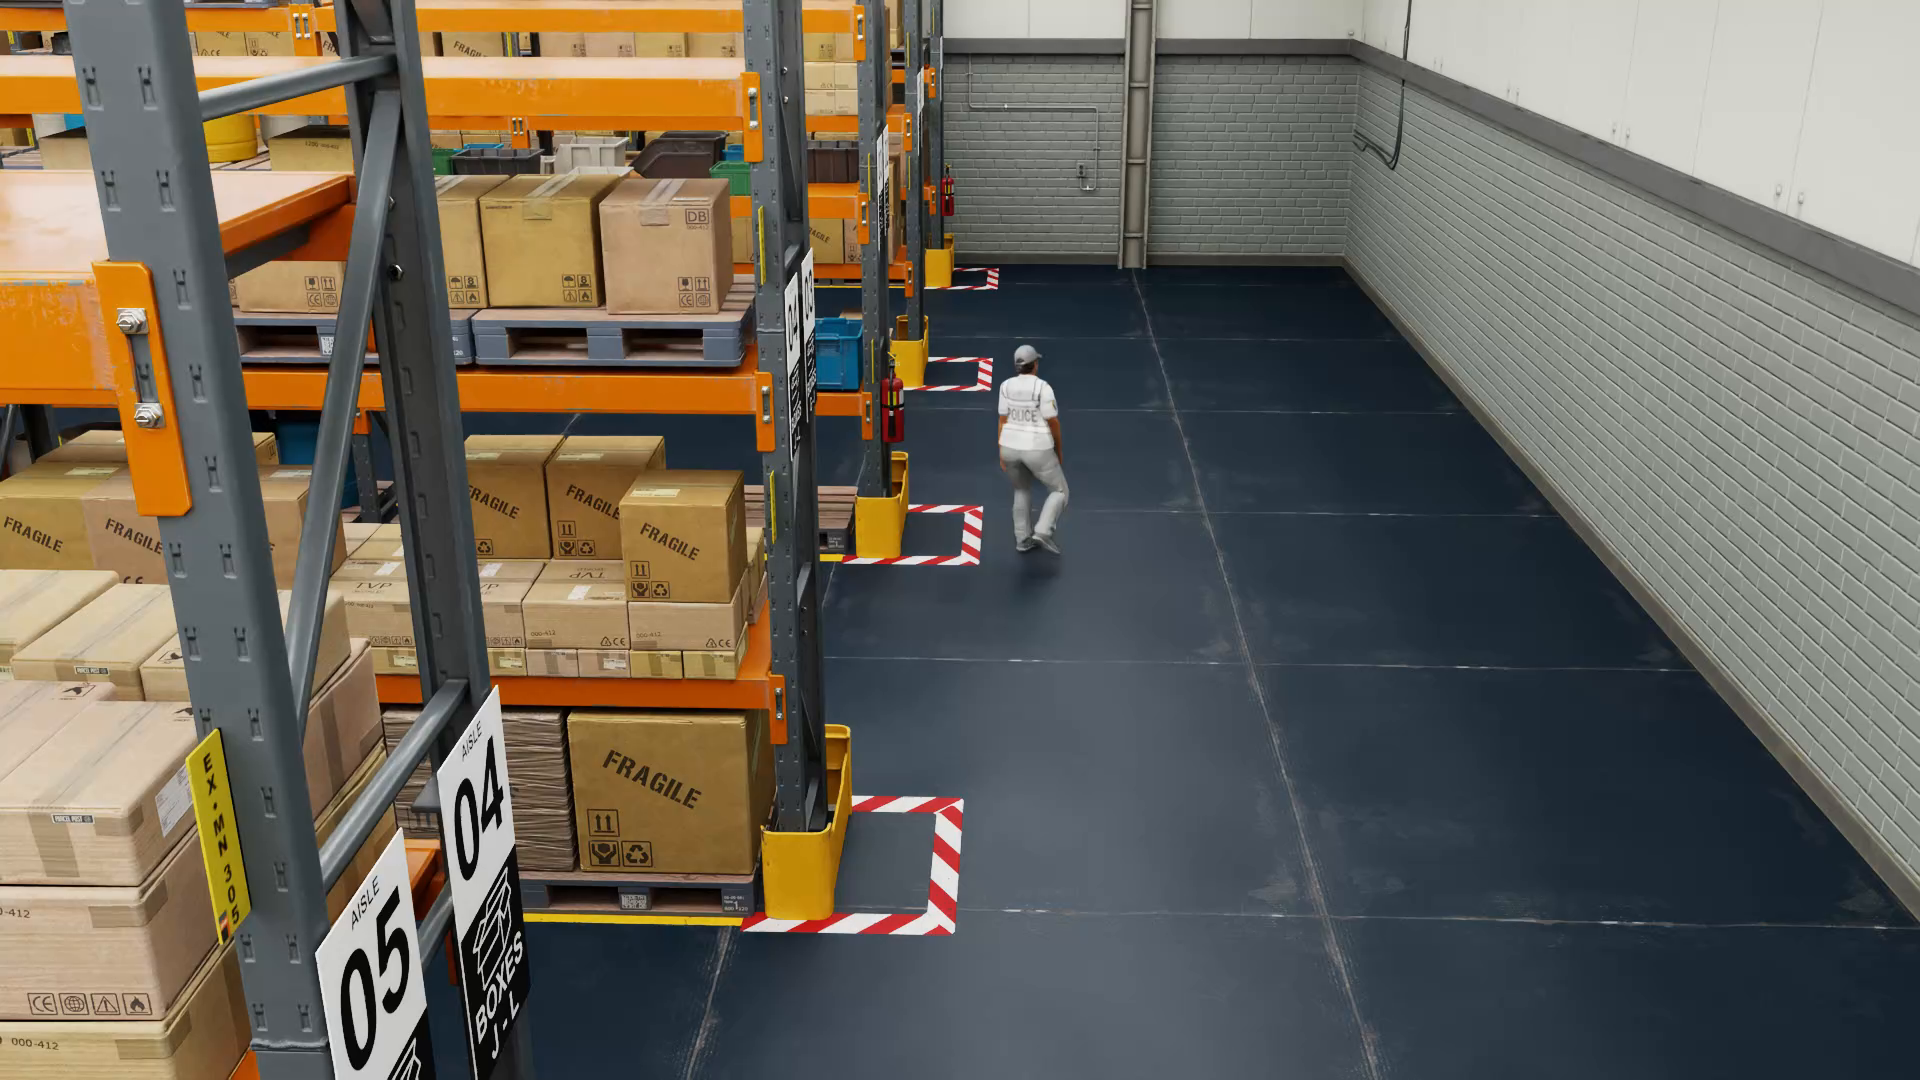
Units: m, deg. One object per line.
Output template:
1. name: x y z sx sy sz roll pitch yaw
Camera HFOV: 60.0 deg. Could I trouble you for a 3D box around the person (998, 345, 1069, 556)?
1. person: 0.559 -0.655 12.796 0.635 1.640 0.606 11 24 27
